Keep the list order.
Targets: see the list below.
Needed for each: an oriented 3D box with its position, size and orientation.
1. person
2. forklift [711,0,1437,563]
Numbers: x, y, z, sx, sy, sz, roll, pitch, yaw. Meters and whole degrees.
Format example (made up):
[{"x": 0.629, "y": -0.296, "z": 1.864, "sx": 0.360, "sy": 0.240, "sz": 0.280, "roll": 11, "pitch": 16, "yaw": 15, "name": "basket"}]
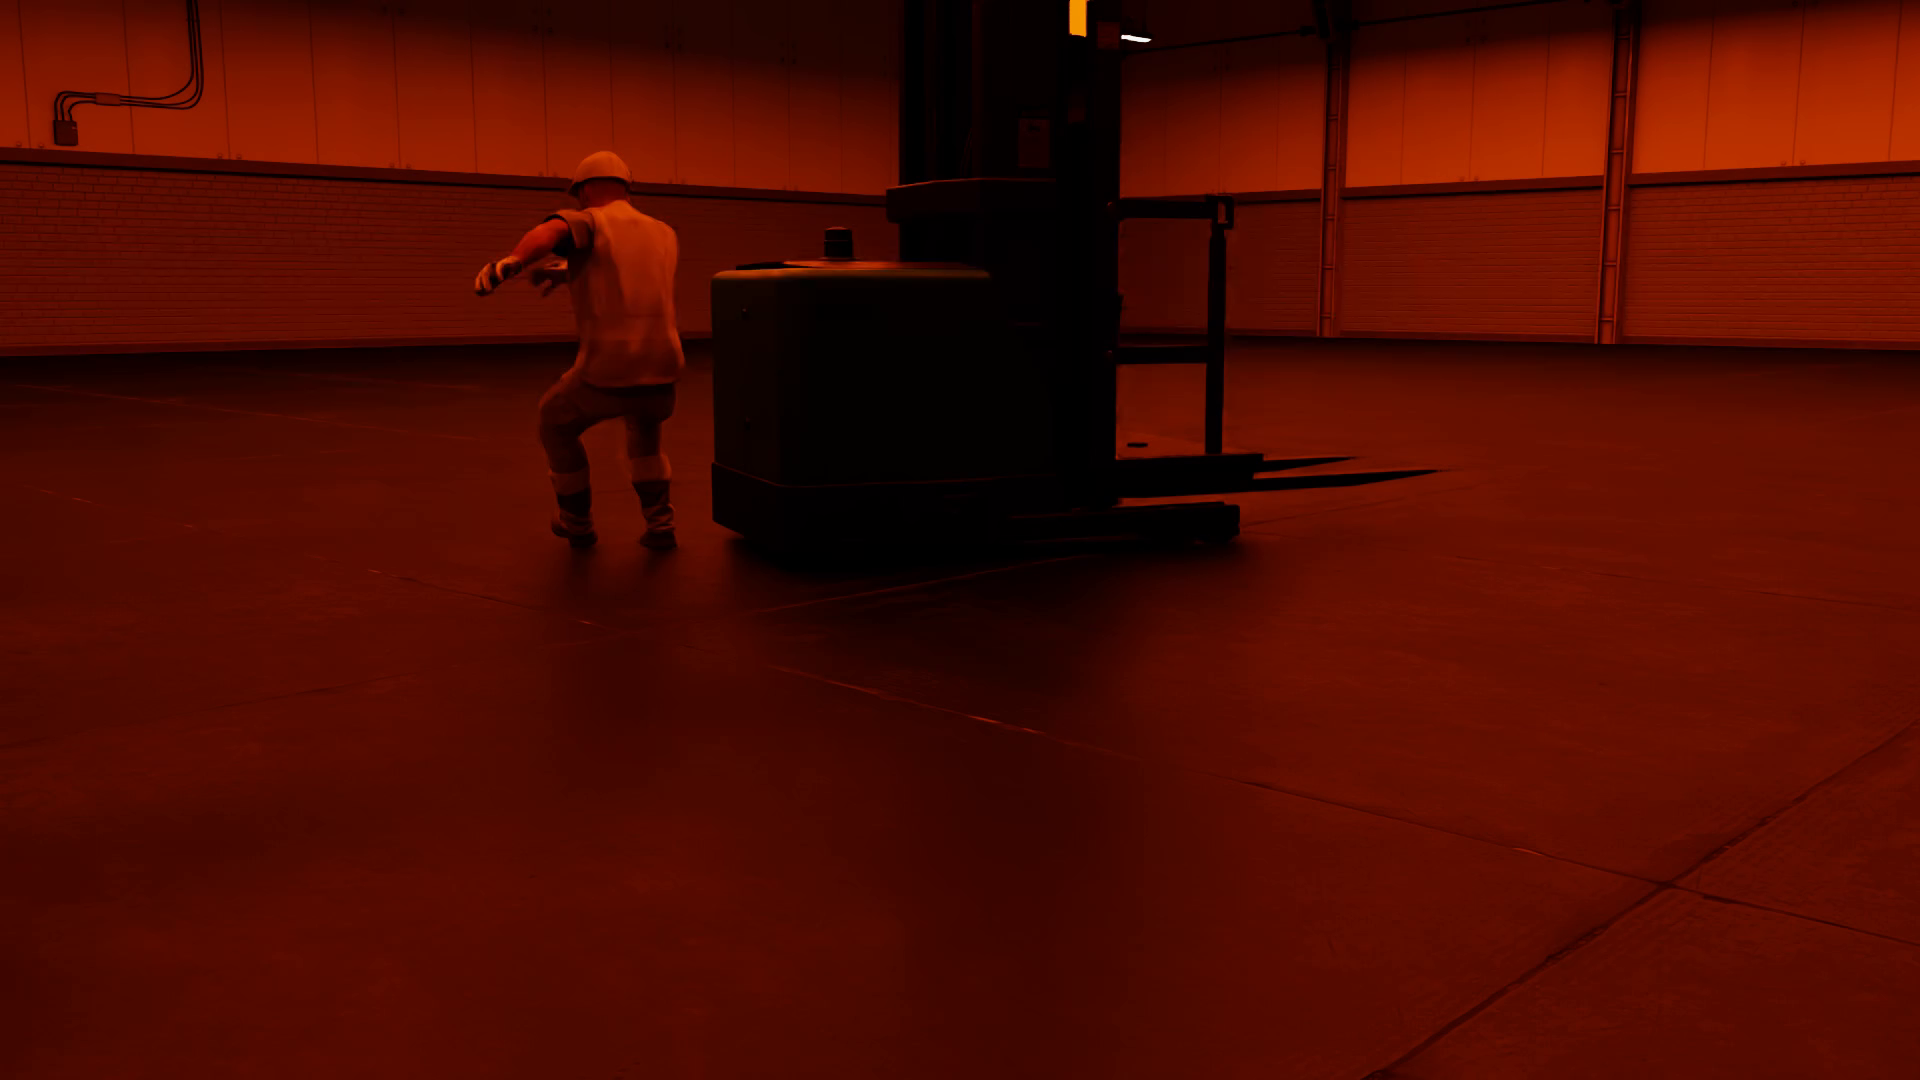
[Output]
[{"x": -1.473, "y": -0.653, "z": 6.087, "sx": 1.084, "sy": 1.532, "sz": 1.056, "roll": -8, "pitch": 11, "yaw": -41, "name": "person"}, {"x": 0.559, "y": -1.486, "z": 6.742, "sx": 3.031, "sy": 2.935, "sz": 1.130, "roll": -4, "pitch": 9, "yaw": -23, "name": "forklift"}]
